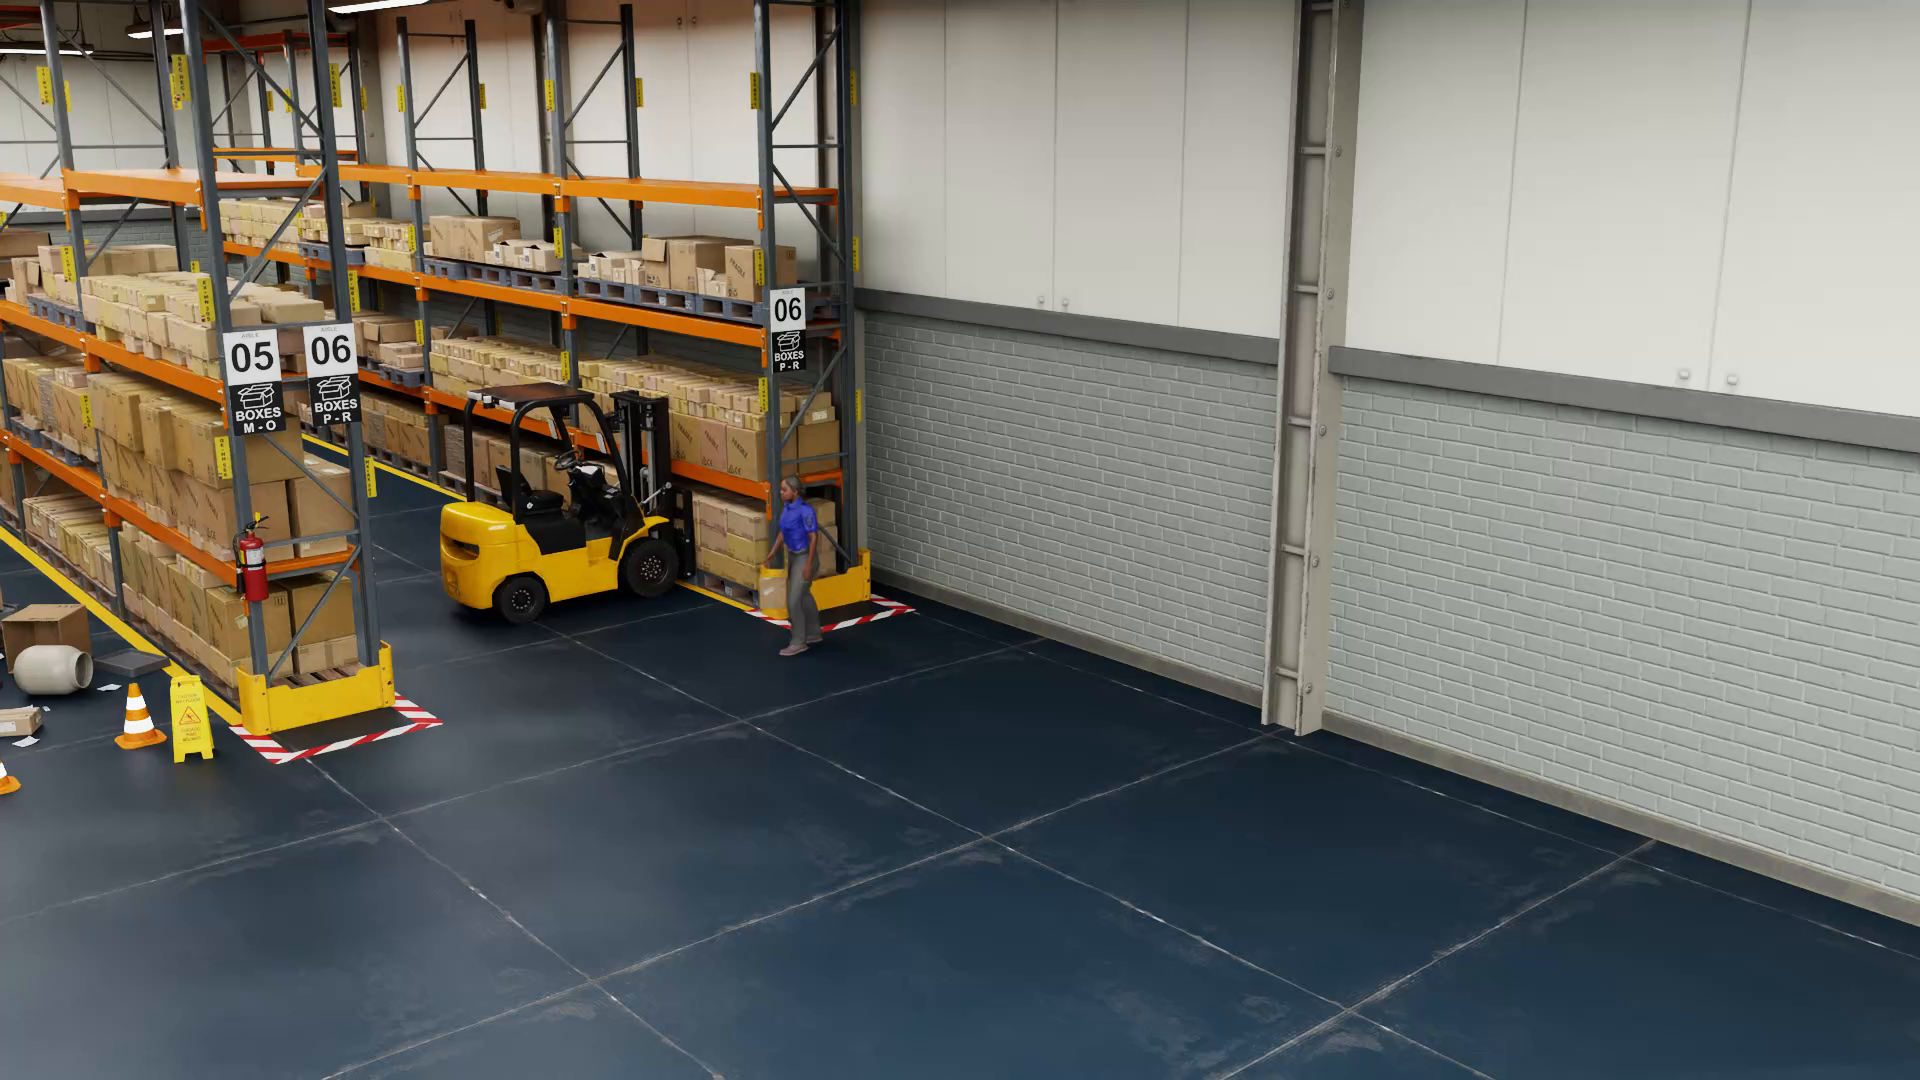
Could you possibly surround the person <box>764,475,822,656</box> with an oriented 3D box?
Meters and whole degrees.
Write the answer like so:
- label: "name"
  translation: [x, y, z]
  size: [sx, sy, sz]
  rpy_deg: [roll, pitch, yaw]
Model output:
- label: "person"
  translation: [-1.487, 0.210, 15.216]
  size: [0.541, 1.645, 0.550]
  rpy_deg: [-7, 16, -27]
